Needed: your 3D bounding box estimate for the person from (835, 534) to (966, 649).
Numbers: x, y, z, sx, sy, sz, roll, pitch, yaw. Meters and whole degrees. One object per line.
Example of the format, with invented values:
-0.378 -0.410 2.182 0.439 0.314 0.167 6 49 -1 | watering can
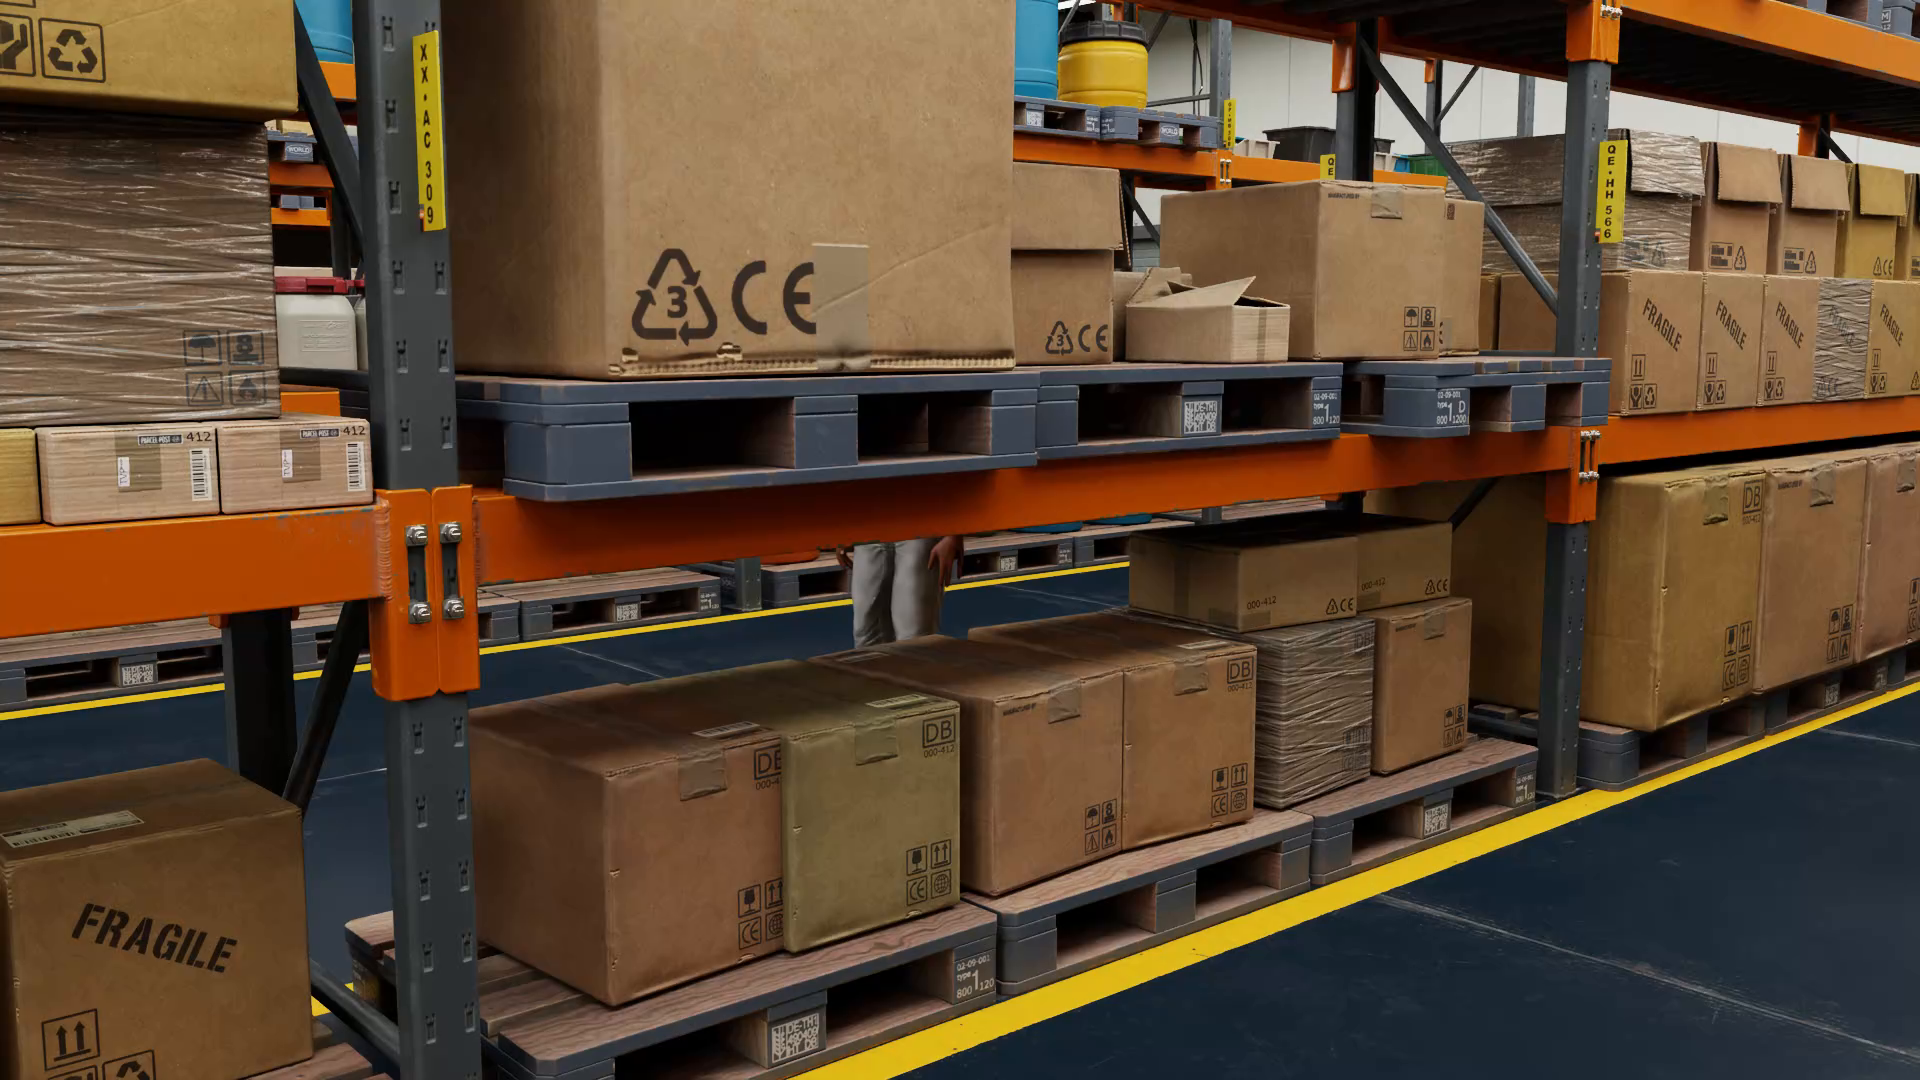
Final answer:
-0.217 -0.035 5.985 0.460 1.759 0.630 -7 10 -44 | person
